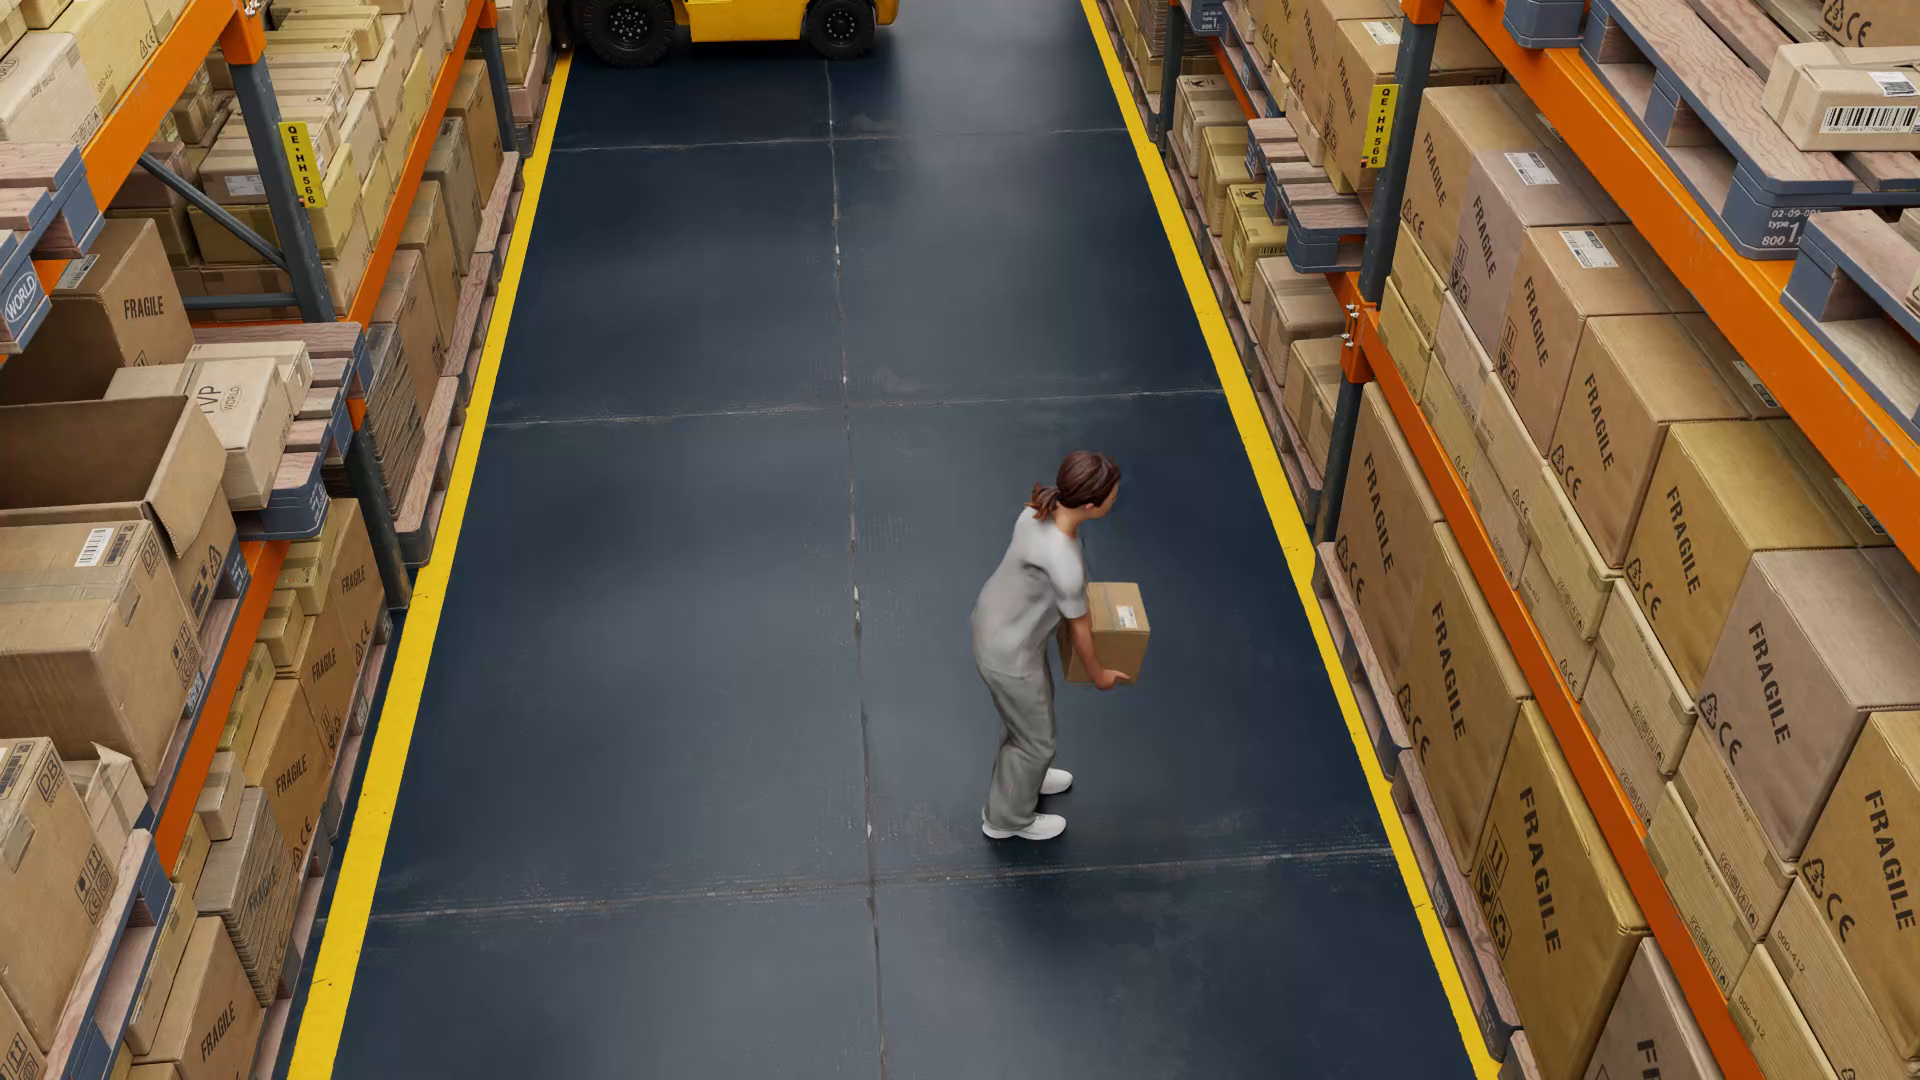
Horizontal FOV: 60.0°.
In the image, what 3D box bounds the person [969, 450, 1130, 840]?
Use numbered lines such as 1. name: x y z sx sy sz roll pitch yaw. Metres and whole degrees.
1. person: 0.301 0.366 5.751 0.536 1.626 0.405 -4 39 -5
